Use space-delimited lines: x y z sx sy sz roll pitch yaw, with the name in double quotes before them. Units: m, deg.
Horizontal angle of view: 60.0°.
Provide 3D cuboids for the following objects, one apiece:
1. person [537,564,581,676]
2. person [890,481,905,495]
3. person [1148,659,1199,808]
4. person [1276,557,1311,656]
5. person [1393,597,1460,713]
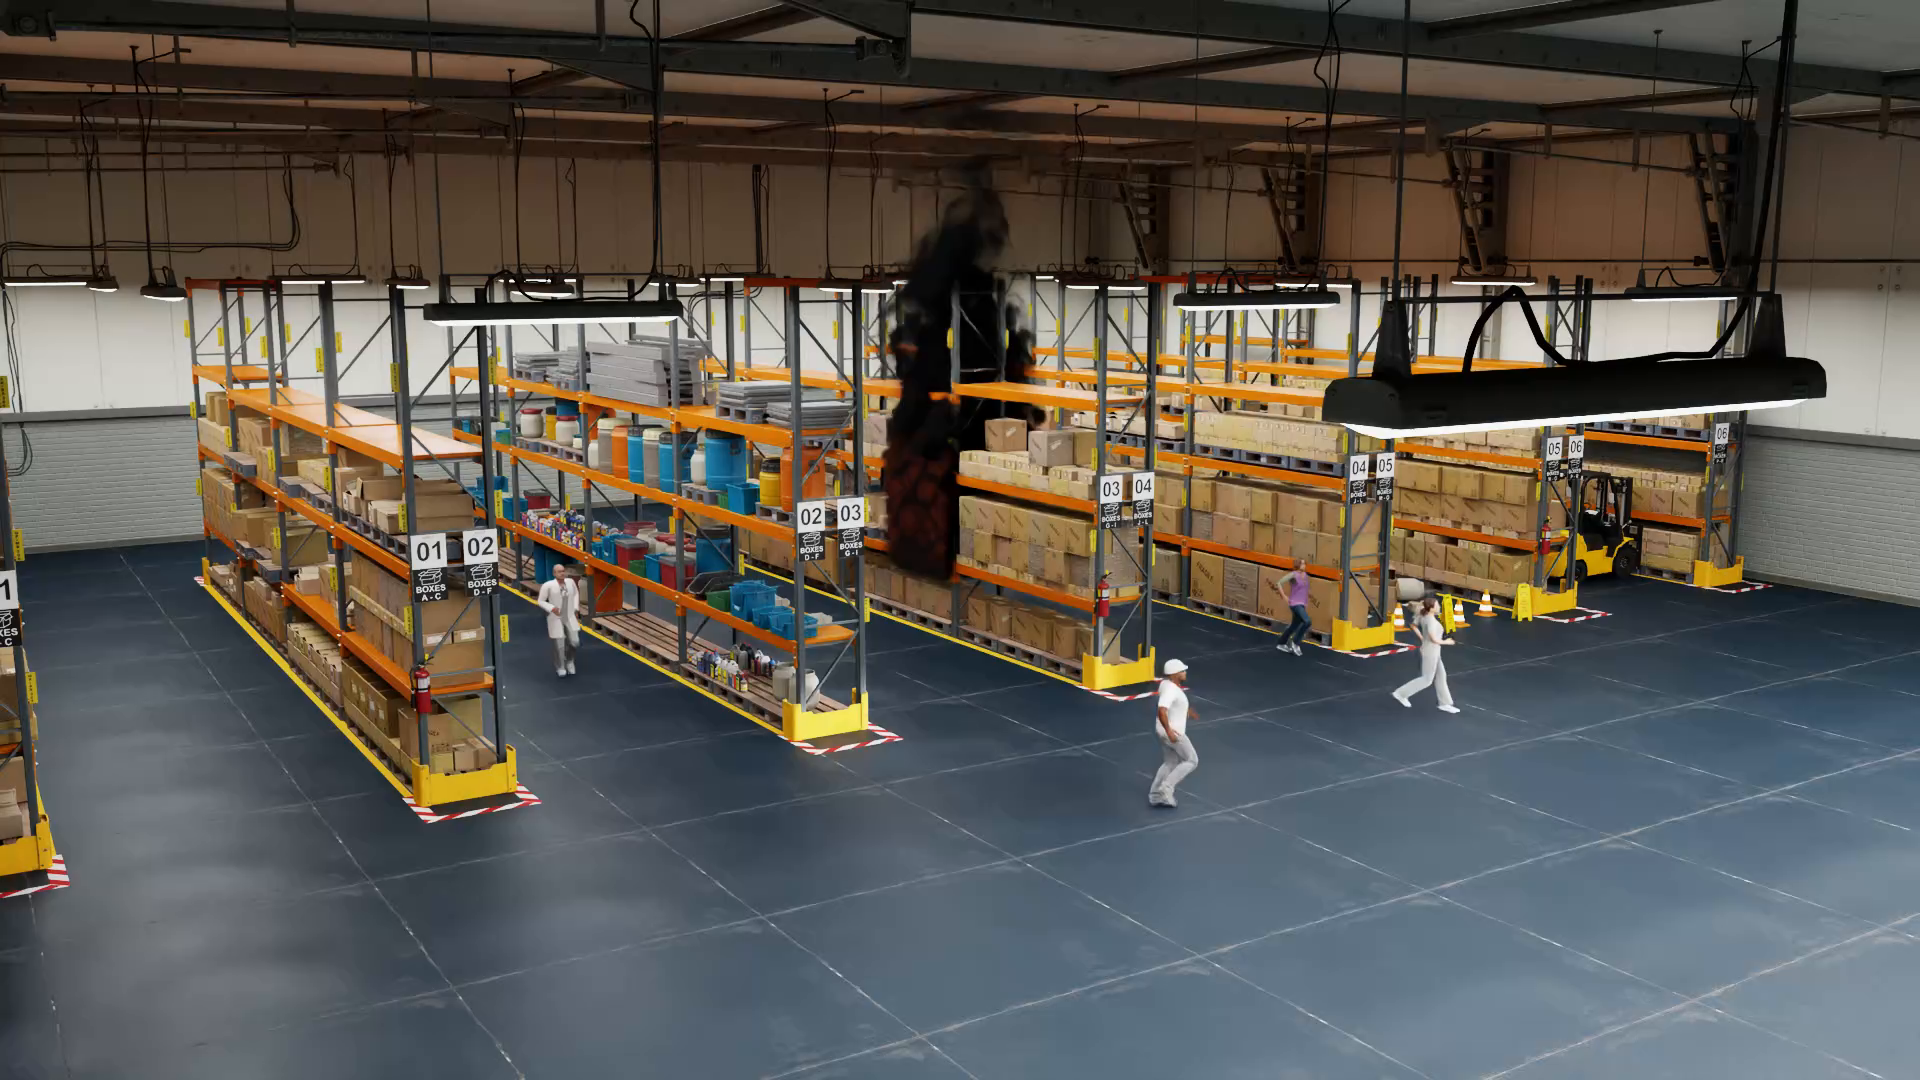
"person" -6.072 1.332 25.391 0.706 1.560 0.679 -6 11 -31
"person" -1.649 -1.512 42.143 0.785 1.604 0.676 3 10 19
"person" 2.521 2.243 19.423 0.633 1.738 0.700 -1 10 -8
"person" 5.457 1.064 26.919 0.635 1.576 0.517 8 12 38
"person" 6.583 1.621 23.360 0.963 1.673 0.581 1 10 4
